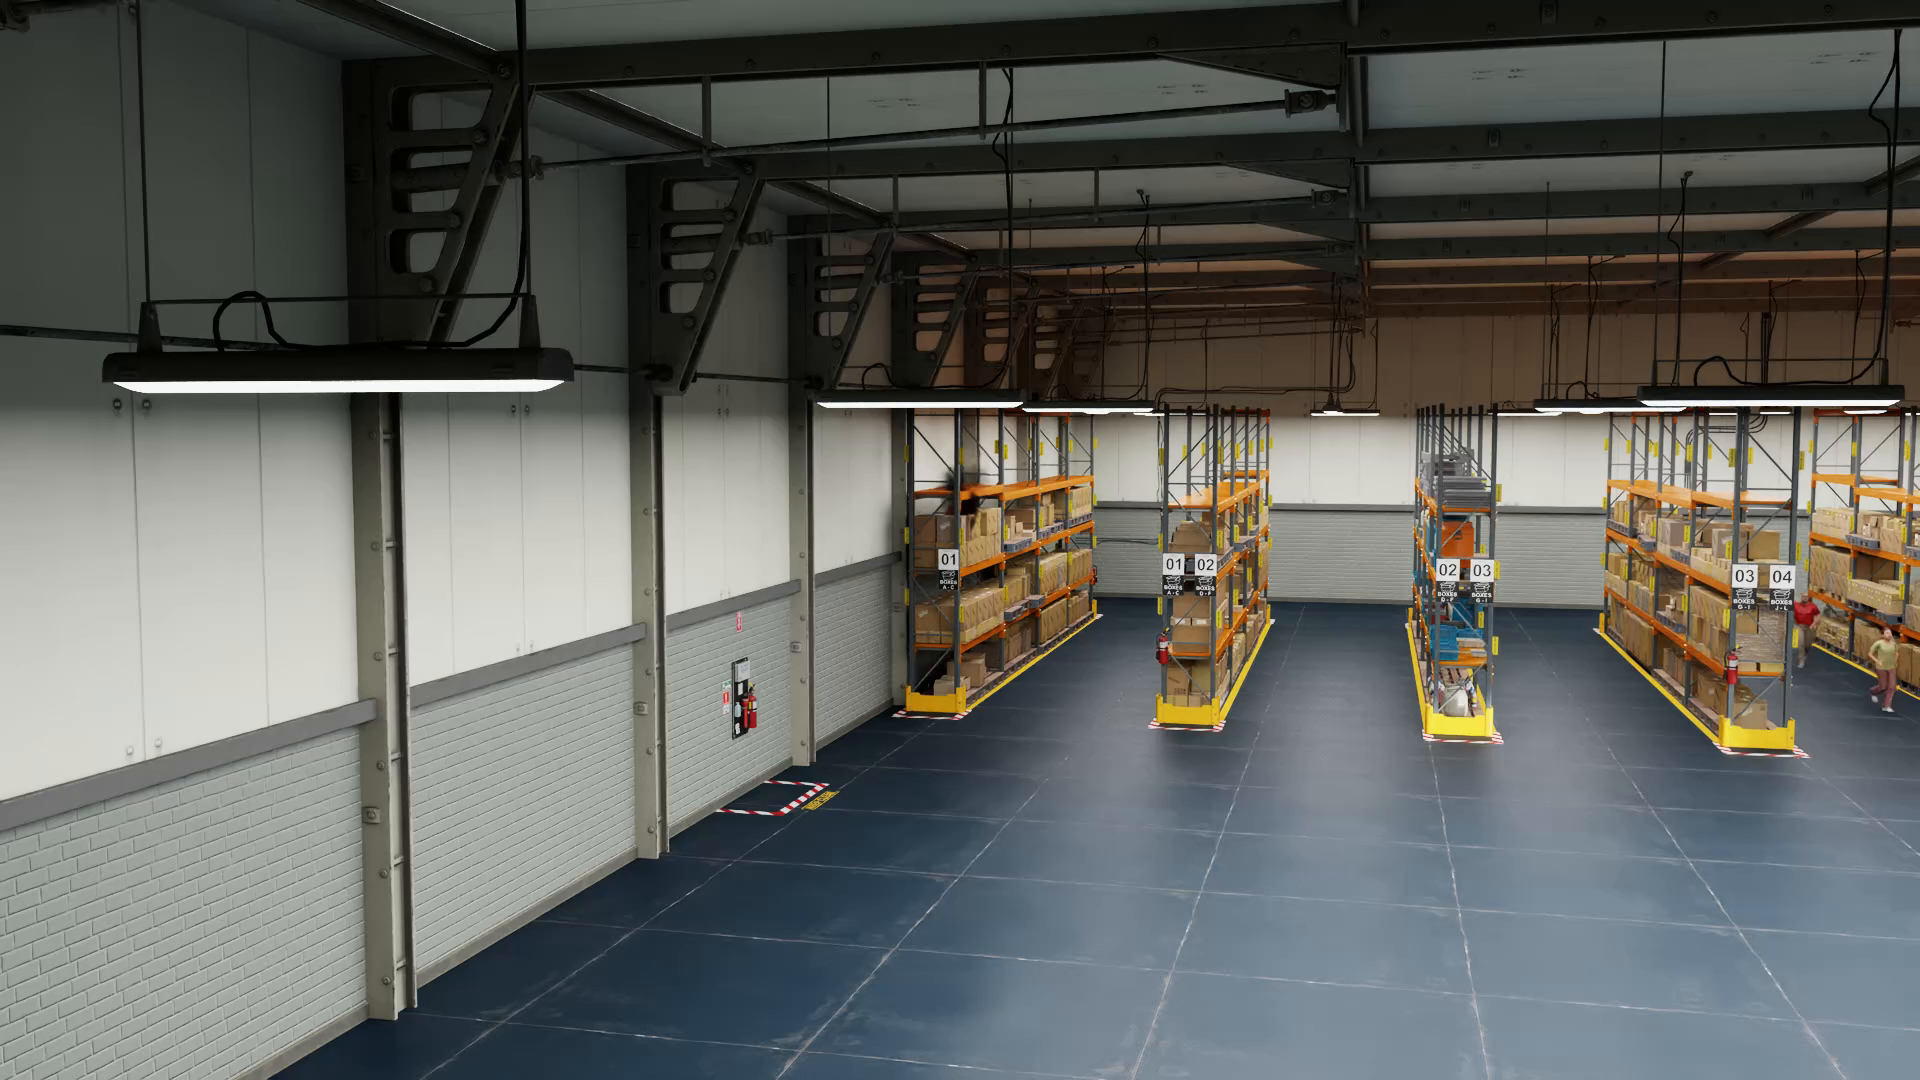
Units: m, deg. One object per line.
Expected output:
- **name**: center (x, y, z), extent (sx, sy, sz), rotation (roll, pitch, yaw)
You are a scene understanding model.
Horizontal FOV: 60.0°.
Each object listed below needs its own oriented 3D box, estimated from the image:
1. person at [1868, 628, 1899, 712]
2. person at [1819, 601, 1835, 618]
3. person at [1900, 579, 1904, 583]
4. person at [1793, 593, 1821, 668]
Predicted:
- **person**: center (18.134, 2.526, 32.600), extent (0.596, 1.633, 0.762), rotation (0, 4, 2)
- **person**: center (23.044, 1.642, 44.180), extent (0.892, 1.712, 0.599), rotation (1, 4, 12)
- **person**: center (23.988, 1.825, 42.359), extent (0.575, 1.652, 0.562), rotation (0, 4, 2)
- **person**: center (19.585, 2.075, 38.589), extent (0.675, 1.730, 0.844), rotation (2, 4, 20)
